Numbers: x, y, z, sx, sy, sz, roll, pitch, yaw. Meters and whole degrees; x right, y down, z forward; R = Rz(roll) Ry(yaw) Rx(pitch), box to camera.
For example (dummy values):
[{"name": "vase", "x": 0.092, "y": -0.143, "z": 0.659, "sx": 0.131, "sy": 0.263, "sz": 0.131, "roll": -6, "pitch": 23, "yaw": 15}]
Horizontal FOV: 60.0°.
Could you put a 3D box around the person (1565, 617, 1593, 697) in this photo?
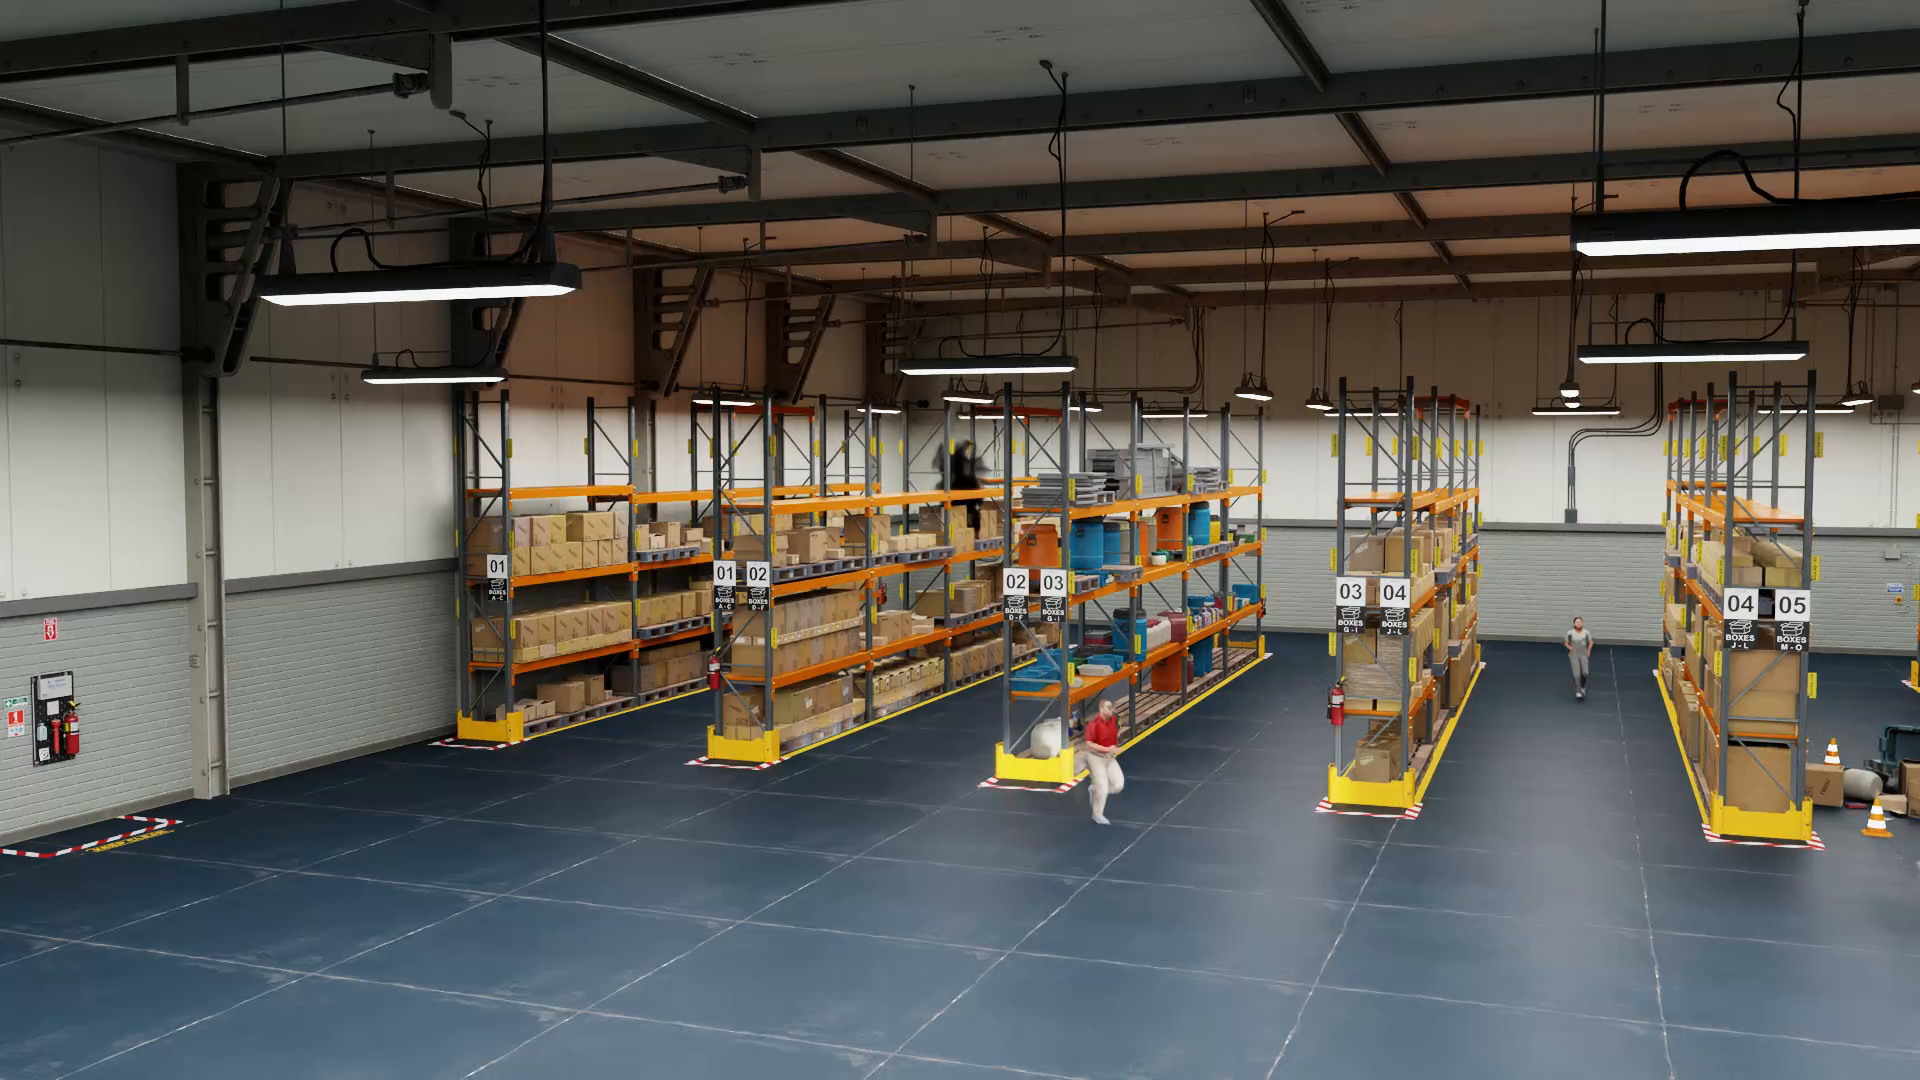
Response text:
[{"name": "person", "x": 12.383, "y": 2.352, "z": 33.260, "sx": 0.539, "sy": 1.618, "sz": 0.541, "roll": 1, "pitch": 3, "yaw": 16}]

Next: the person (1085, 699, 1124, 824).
[{"name": "person", "x": 1.954, "y": 2.954, "z": 22.163, "sx": 0.706, "sy": 1.680, "sz": 0.672, "roll": -3, "pitch": 4, "yaw": -43}]
